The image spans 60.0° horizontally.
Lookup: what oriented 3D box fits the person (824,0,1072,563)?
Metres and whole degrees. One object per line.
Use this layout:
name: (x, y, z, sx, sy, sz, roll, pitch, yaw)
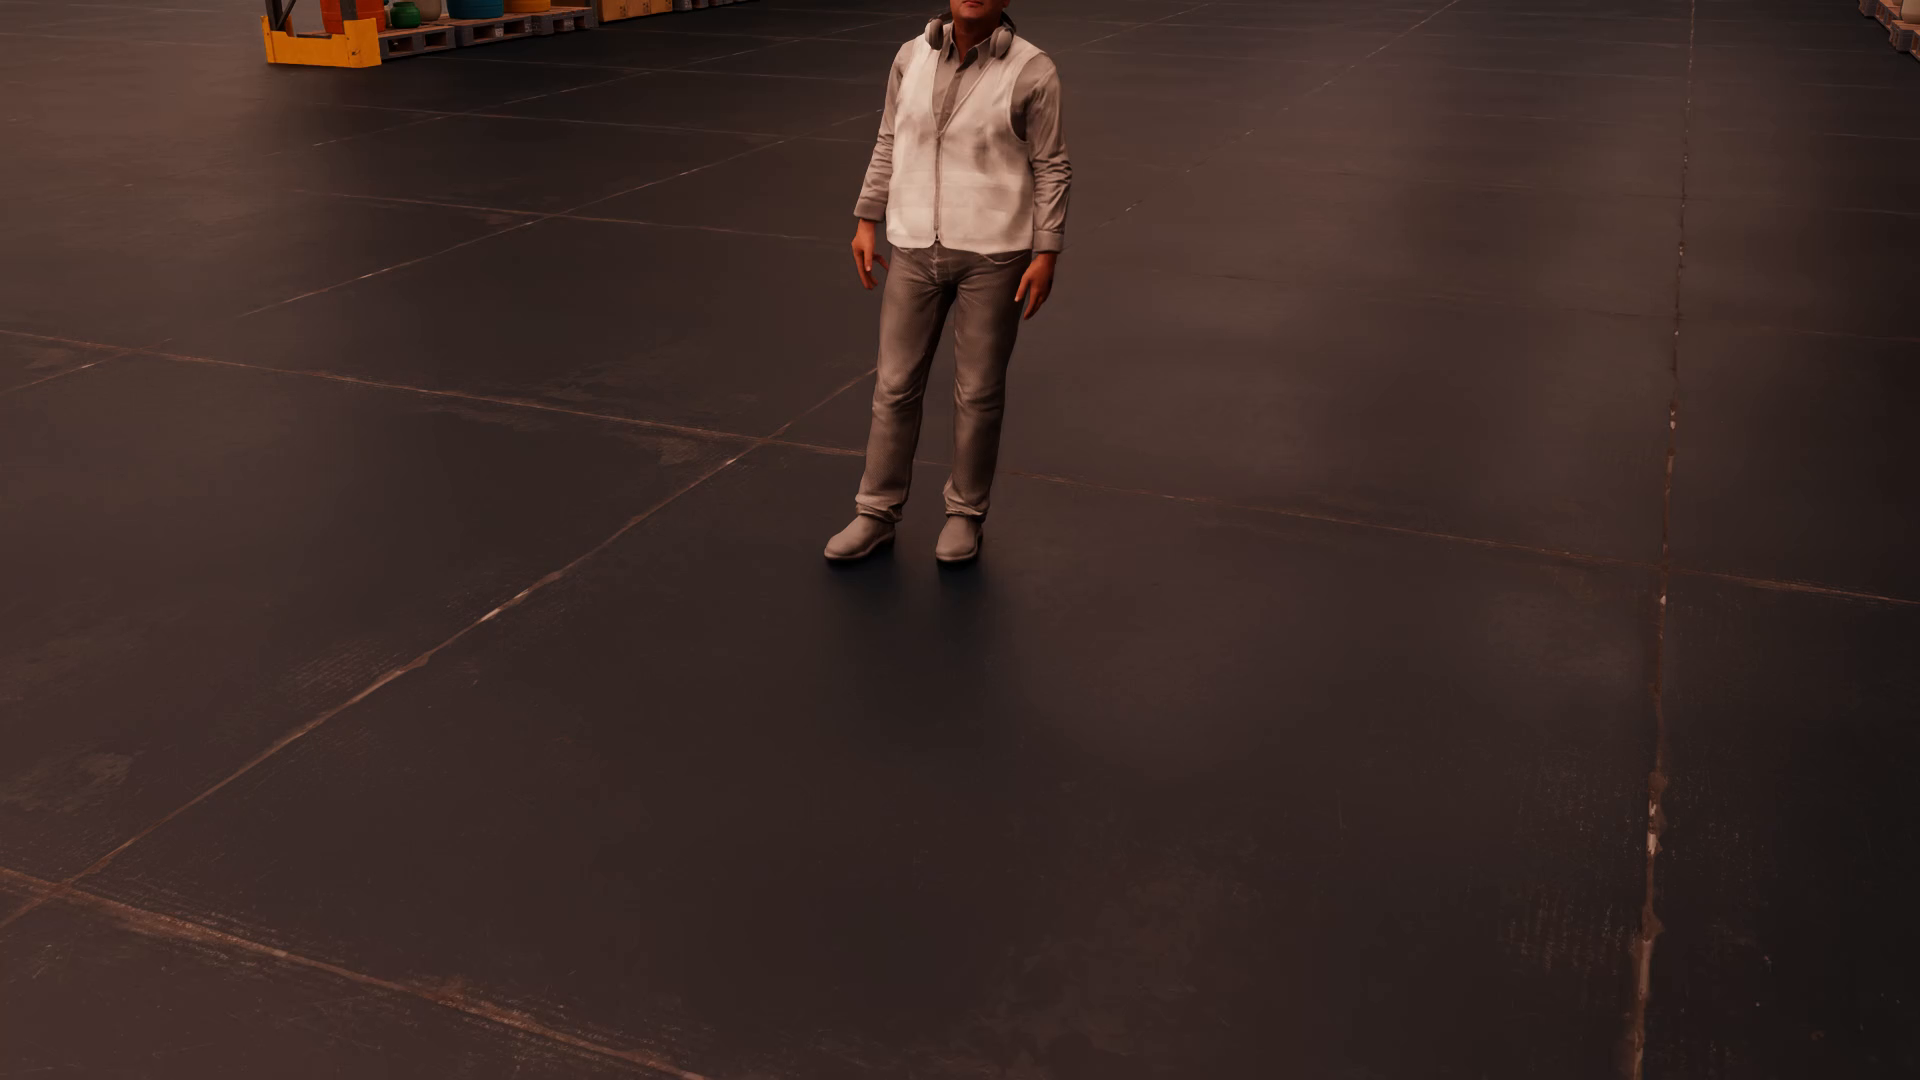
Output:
person: (-0.035, -0.805, 4.698, 0.625, 1.775, 0.566, 9, 24, 21)
